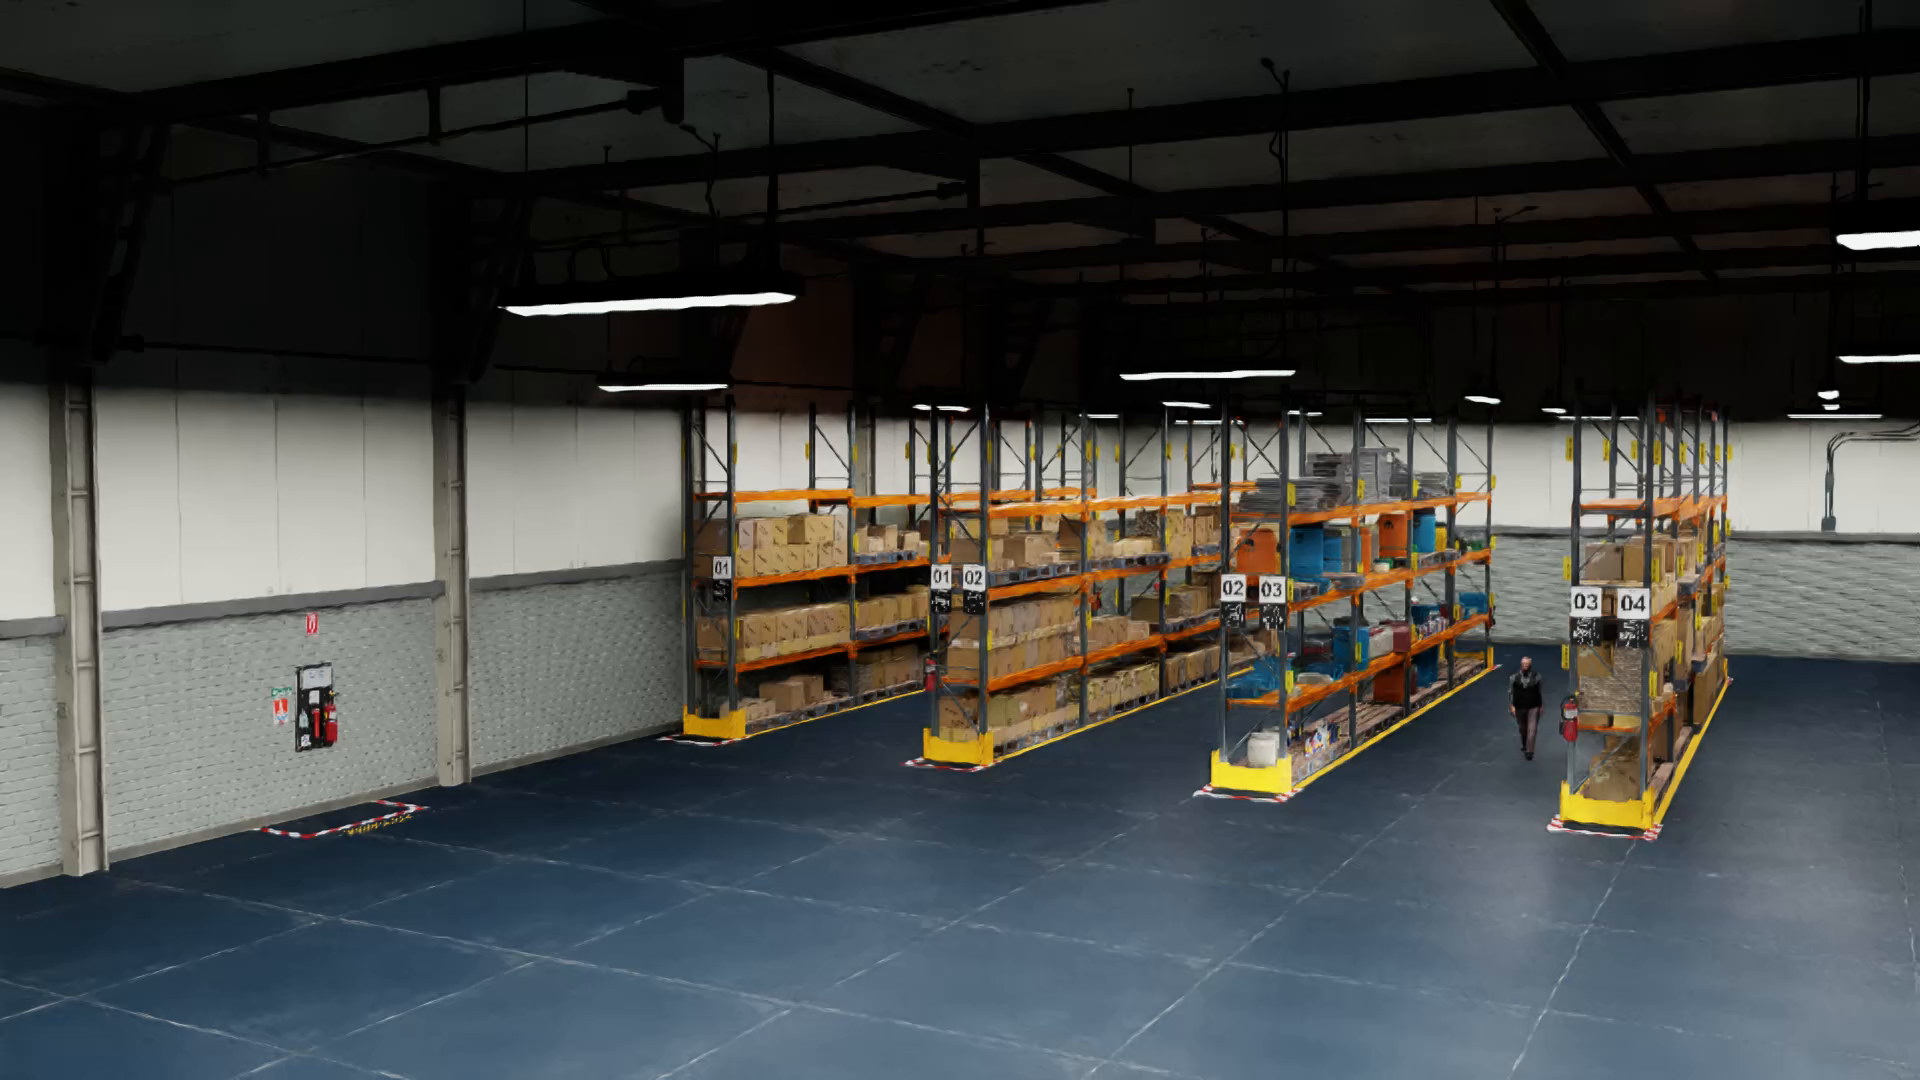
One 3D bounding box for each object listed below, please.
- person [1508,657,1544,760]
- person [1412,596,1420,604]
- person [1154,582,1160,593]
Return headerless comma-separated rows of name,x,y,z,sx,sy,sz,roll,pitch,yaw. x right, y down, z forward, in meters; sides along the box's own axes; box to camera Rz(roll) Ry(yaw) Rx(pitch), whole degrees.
person,9.275,2.731,27.285,0.543,1.648,1.115,2,3,30
person,10.377,2.130,37.936,0.534,1.726,1.038,2,4,37
person,5.031,1.928,41.934,0.564,1.736,1.045,2,3,27
